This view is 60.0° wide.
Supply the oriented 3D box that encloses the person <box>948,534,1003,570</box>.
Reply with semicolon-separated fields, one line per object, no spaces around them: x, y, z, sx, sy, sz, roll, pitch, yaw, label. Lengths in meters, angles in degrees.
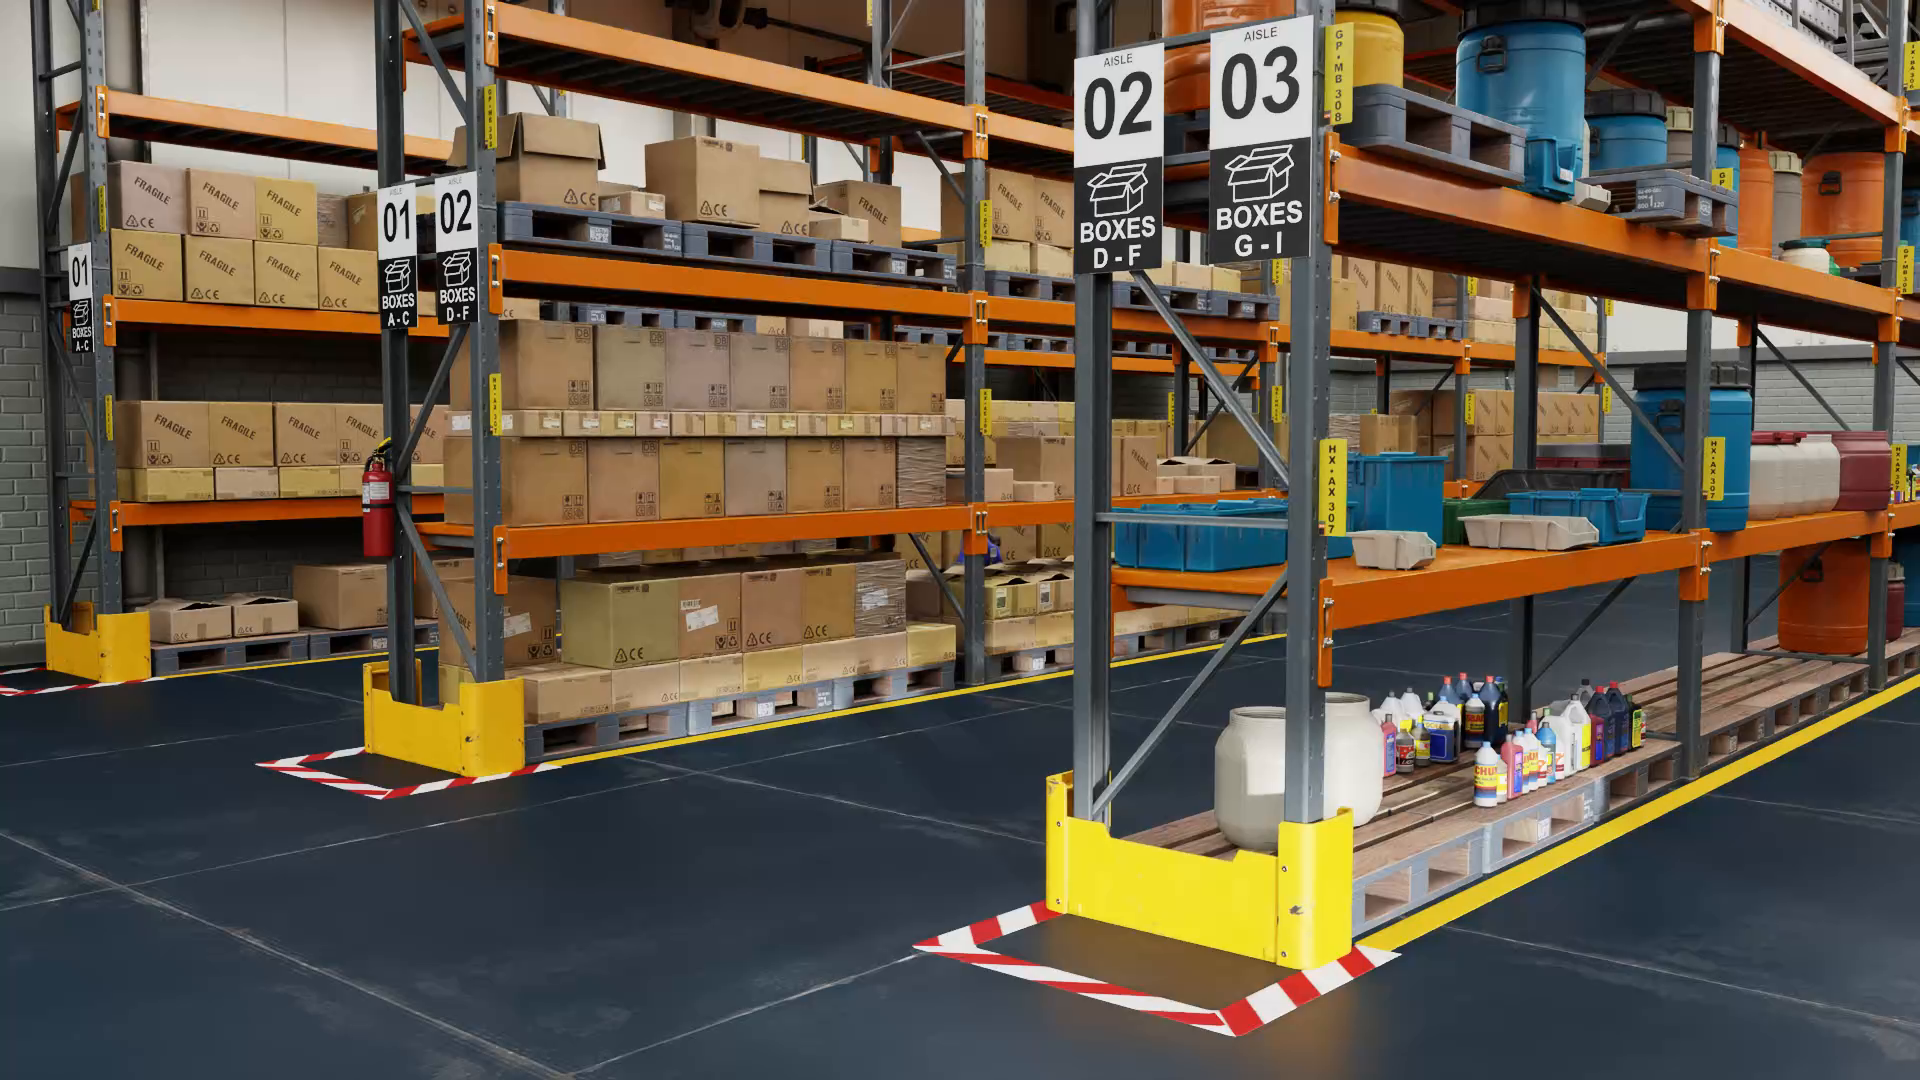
0.193;0.350;17.325;0.479;0.807;0.823;3;5;41;person
